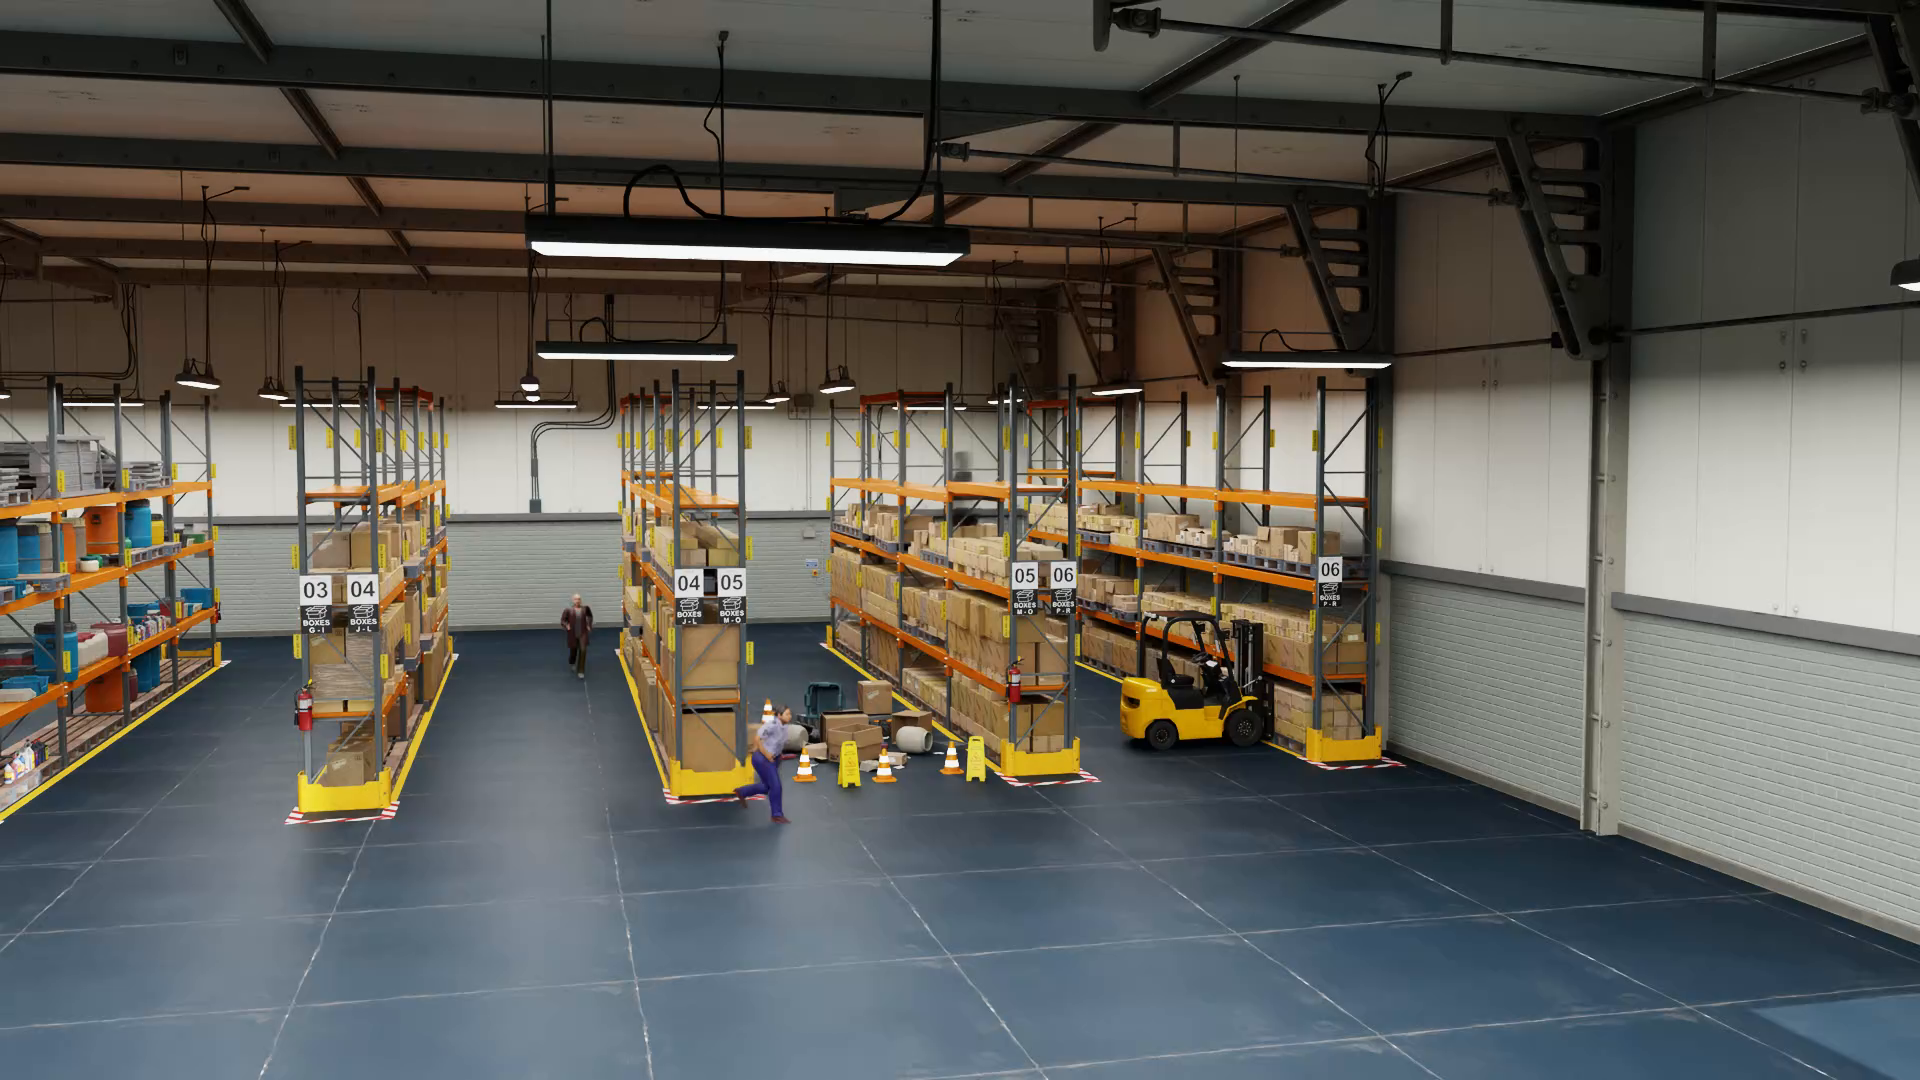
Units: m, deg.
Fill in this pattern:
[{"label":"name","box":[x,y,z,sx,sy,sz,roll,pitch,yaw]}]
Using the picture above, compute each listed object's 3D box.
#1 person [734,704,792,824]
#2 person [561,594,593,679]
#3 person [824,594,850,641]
[{"label":"person","box":[-2.609,2.952,21.852,0.886,1.582,0.612,2,4,26]},{"label":"person","box":[-8.108,2.017,35.227,0.694,1.763,0.991,-1,4,-20]},{"label":"person","box":[-2.919,1.636,41.547,0.934,1.770,0.639,-1,4,-19]}]
